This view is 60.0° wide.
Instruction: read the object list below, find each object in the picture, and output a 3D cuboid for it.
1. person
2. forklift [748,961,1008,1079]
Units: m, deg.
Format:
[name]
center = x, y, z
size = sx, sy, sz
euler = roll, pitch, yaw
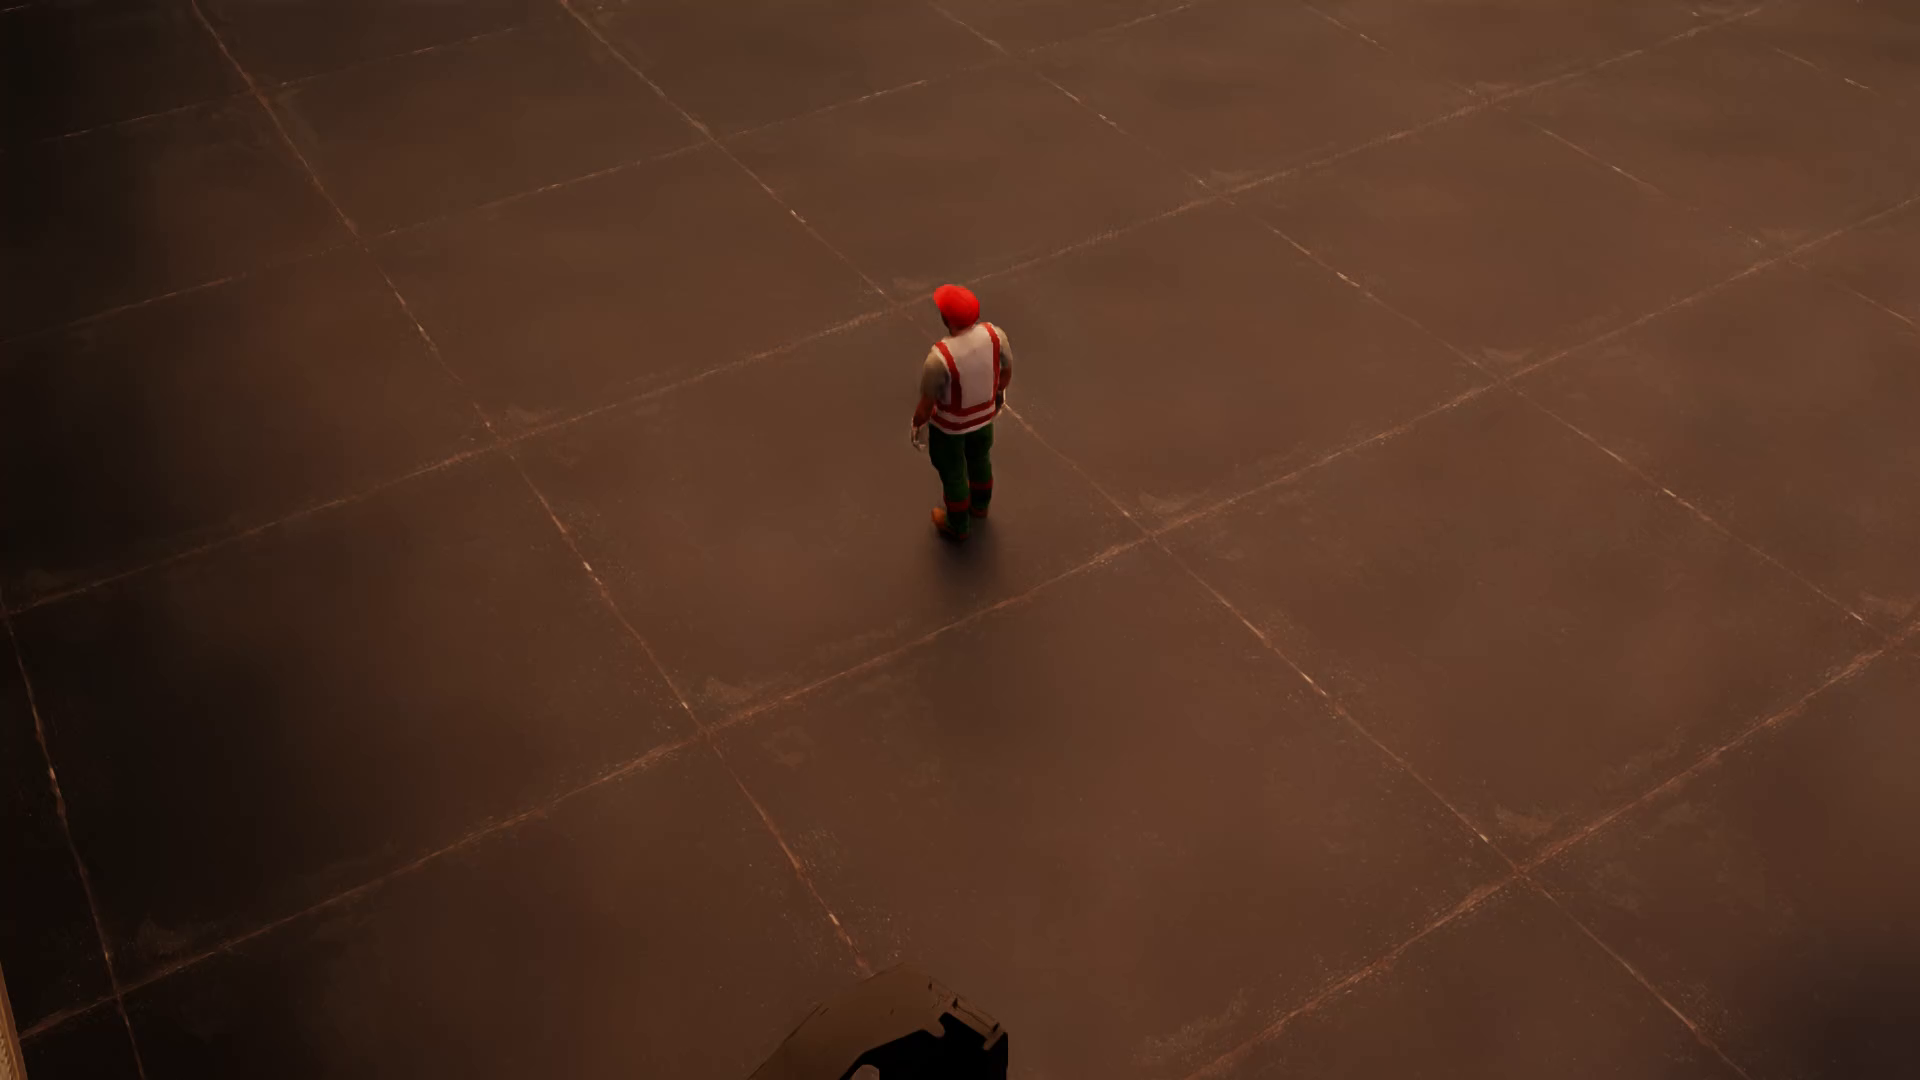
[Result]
[person]
center = -0.034, -0.757, 9.535
size = 0.637, 1.787, 0.563
euler = -23, 46, -24
[forklift]
center = 0.152, 2.677, 4.808
size = 3.031, 2.935, 1.130
euler = 27, 48, 27
